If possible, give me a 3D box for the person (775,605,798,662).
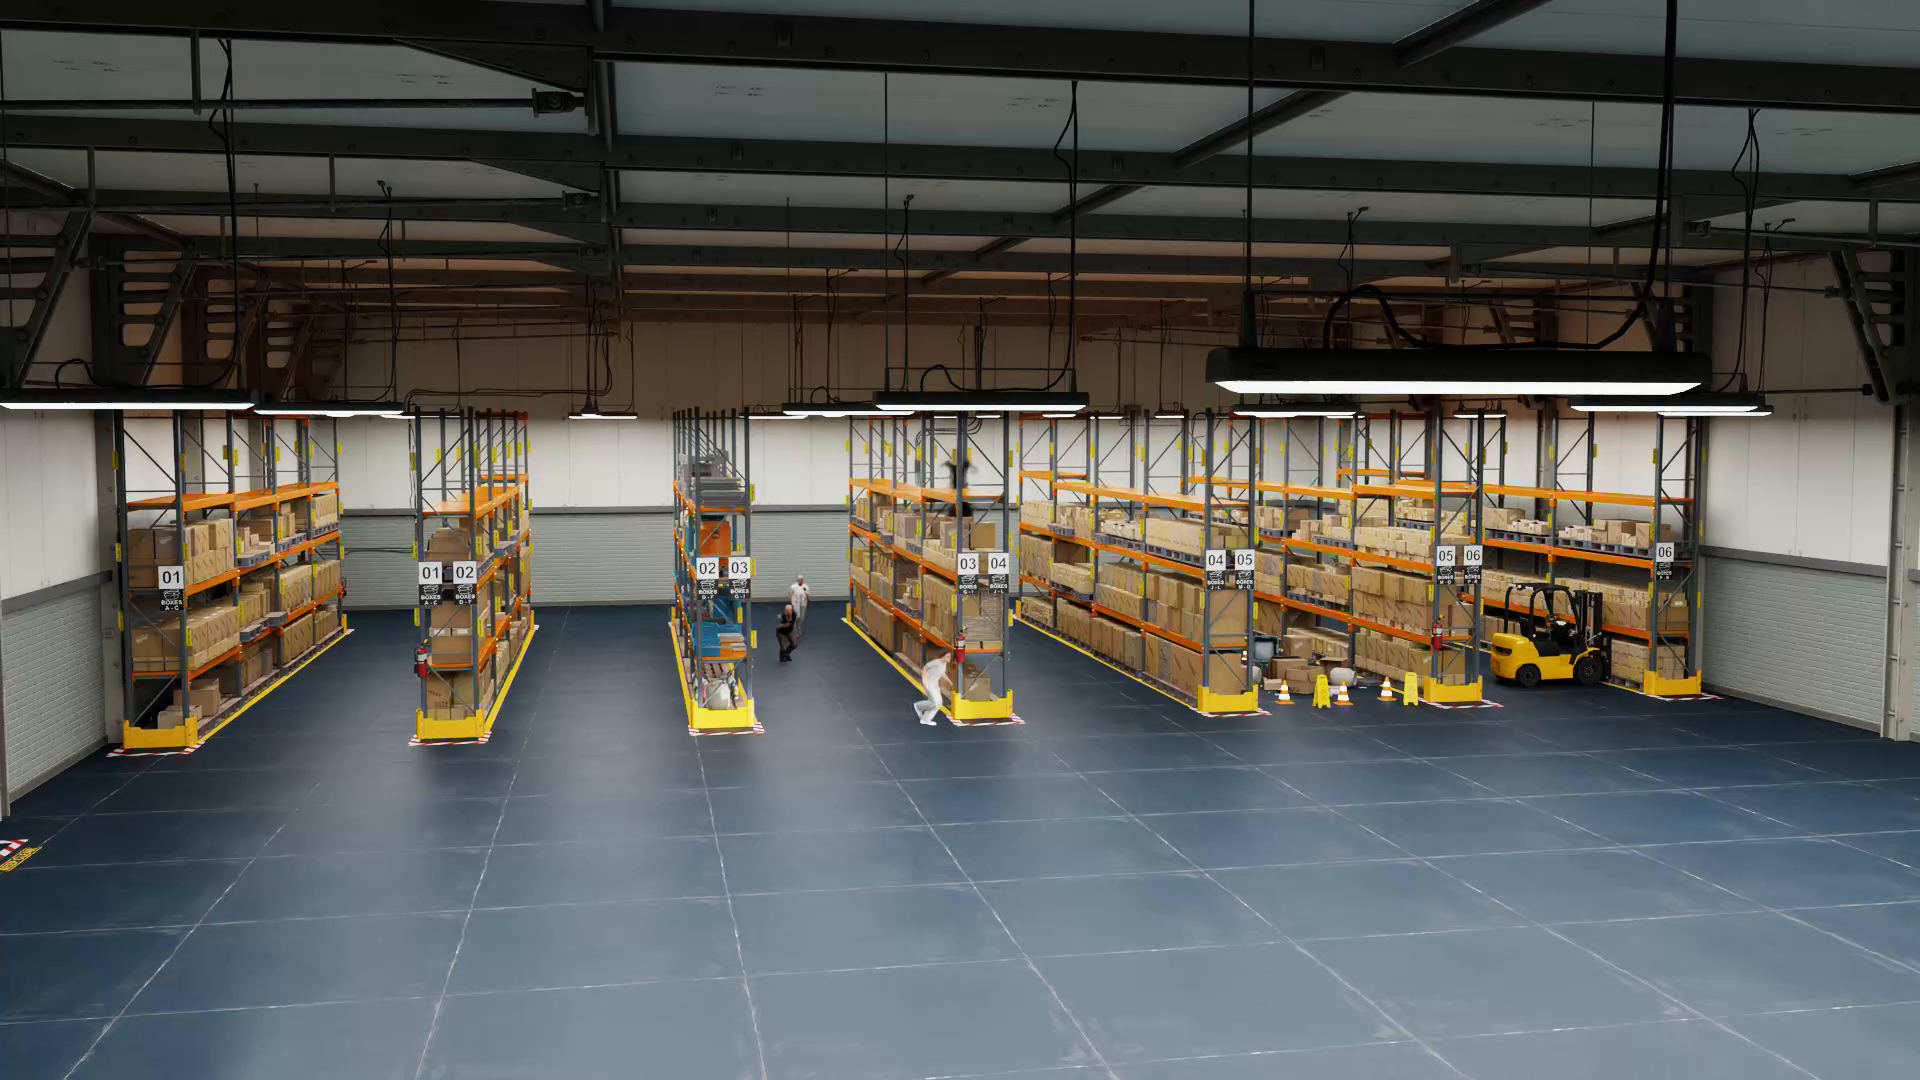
[{"bbox_3d":[-4.090,2.207,39.220,0.658,1.439,0.989,-2,5,-31],"label":"person"}]

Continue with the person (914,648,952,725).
[{"bbox_3d":[-0.535,2.765,31.312,0.799,1.487,0.579,2,5,31],"label":"person"}]

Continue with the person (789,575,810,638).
[{"bbox_3d":[-4.268,1.766,44.335,0.515,1.684,0.787,-2,4,-21],"label":"person"}]
